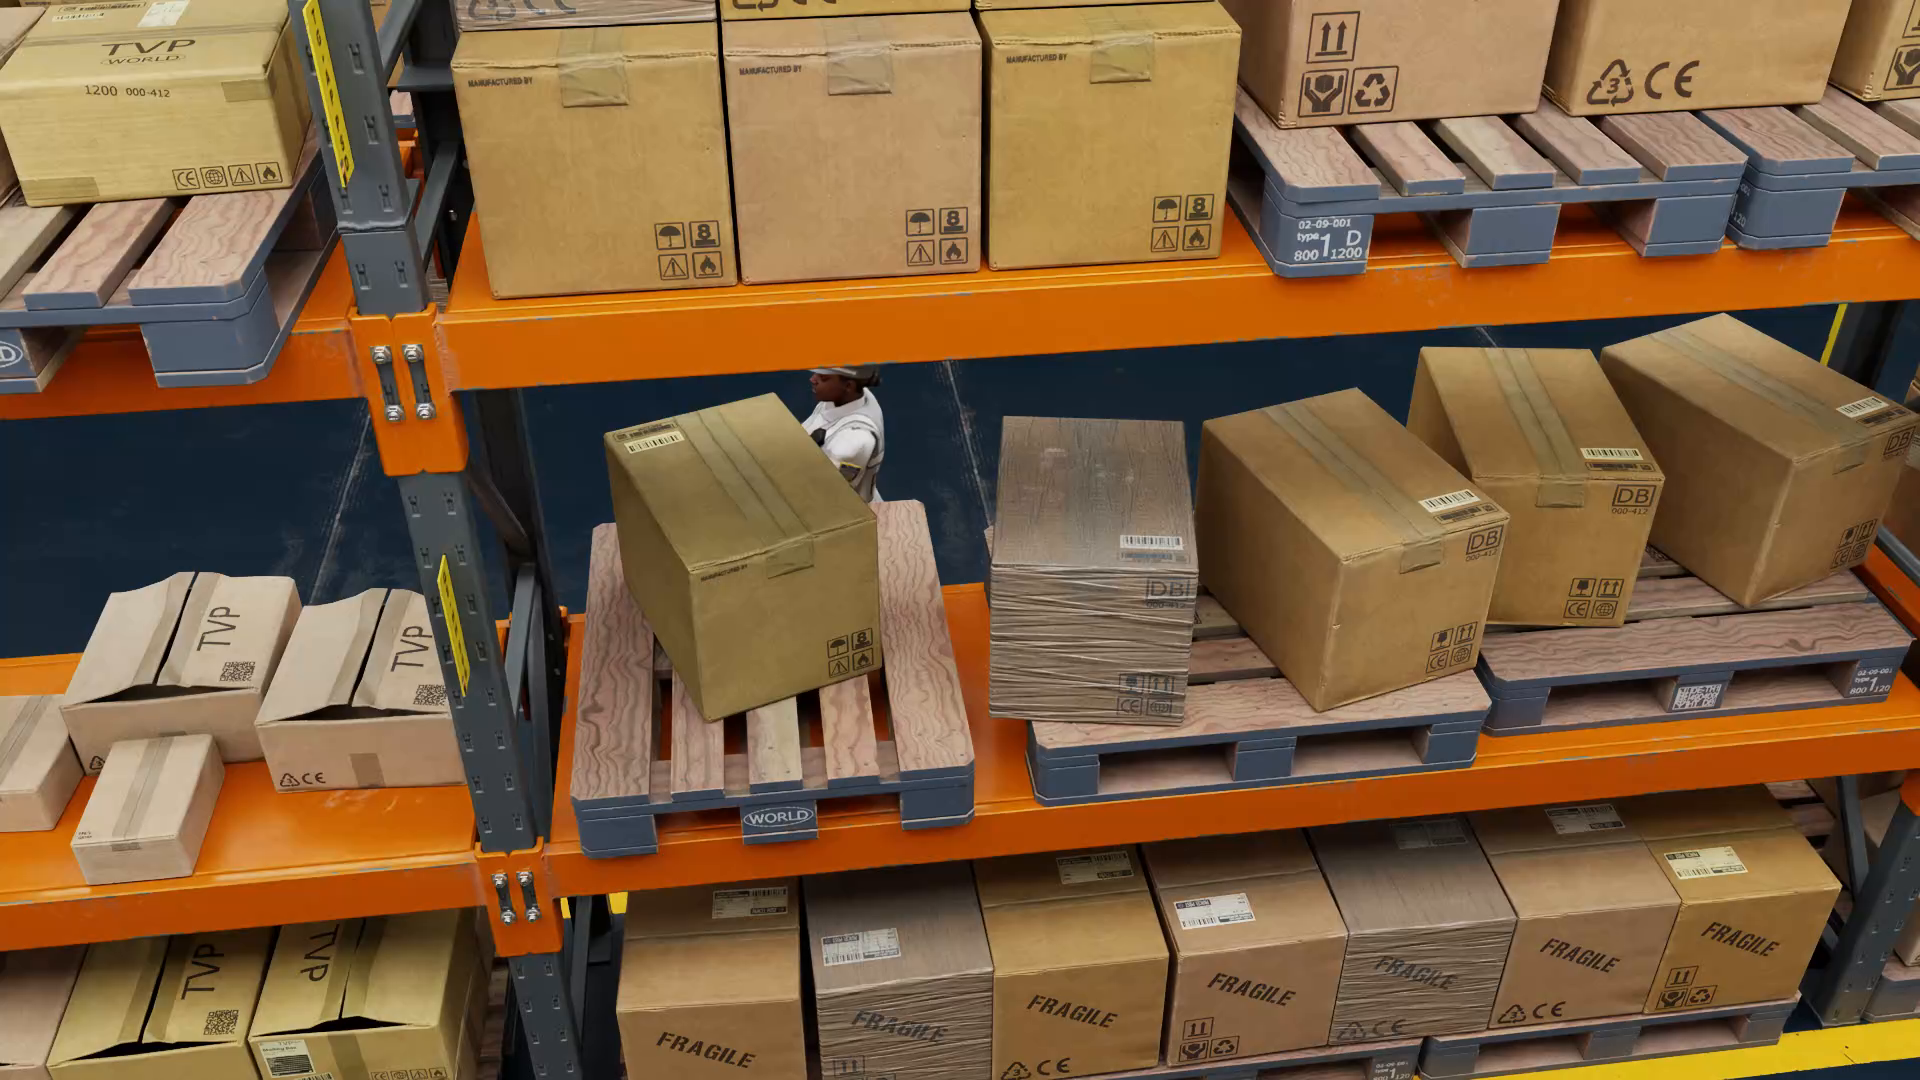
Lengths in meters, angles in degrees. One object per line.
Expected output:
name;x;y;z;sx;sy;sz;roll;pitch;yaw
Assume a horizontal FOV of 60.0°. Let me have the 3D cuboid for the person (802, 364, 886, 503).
person;-0.516;-0.023;6.158;0.514;1.690;0.450;-5;35;-7
